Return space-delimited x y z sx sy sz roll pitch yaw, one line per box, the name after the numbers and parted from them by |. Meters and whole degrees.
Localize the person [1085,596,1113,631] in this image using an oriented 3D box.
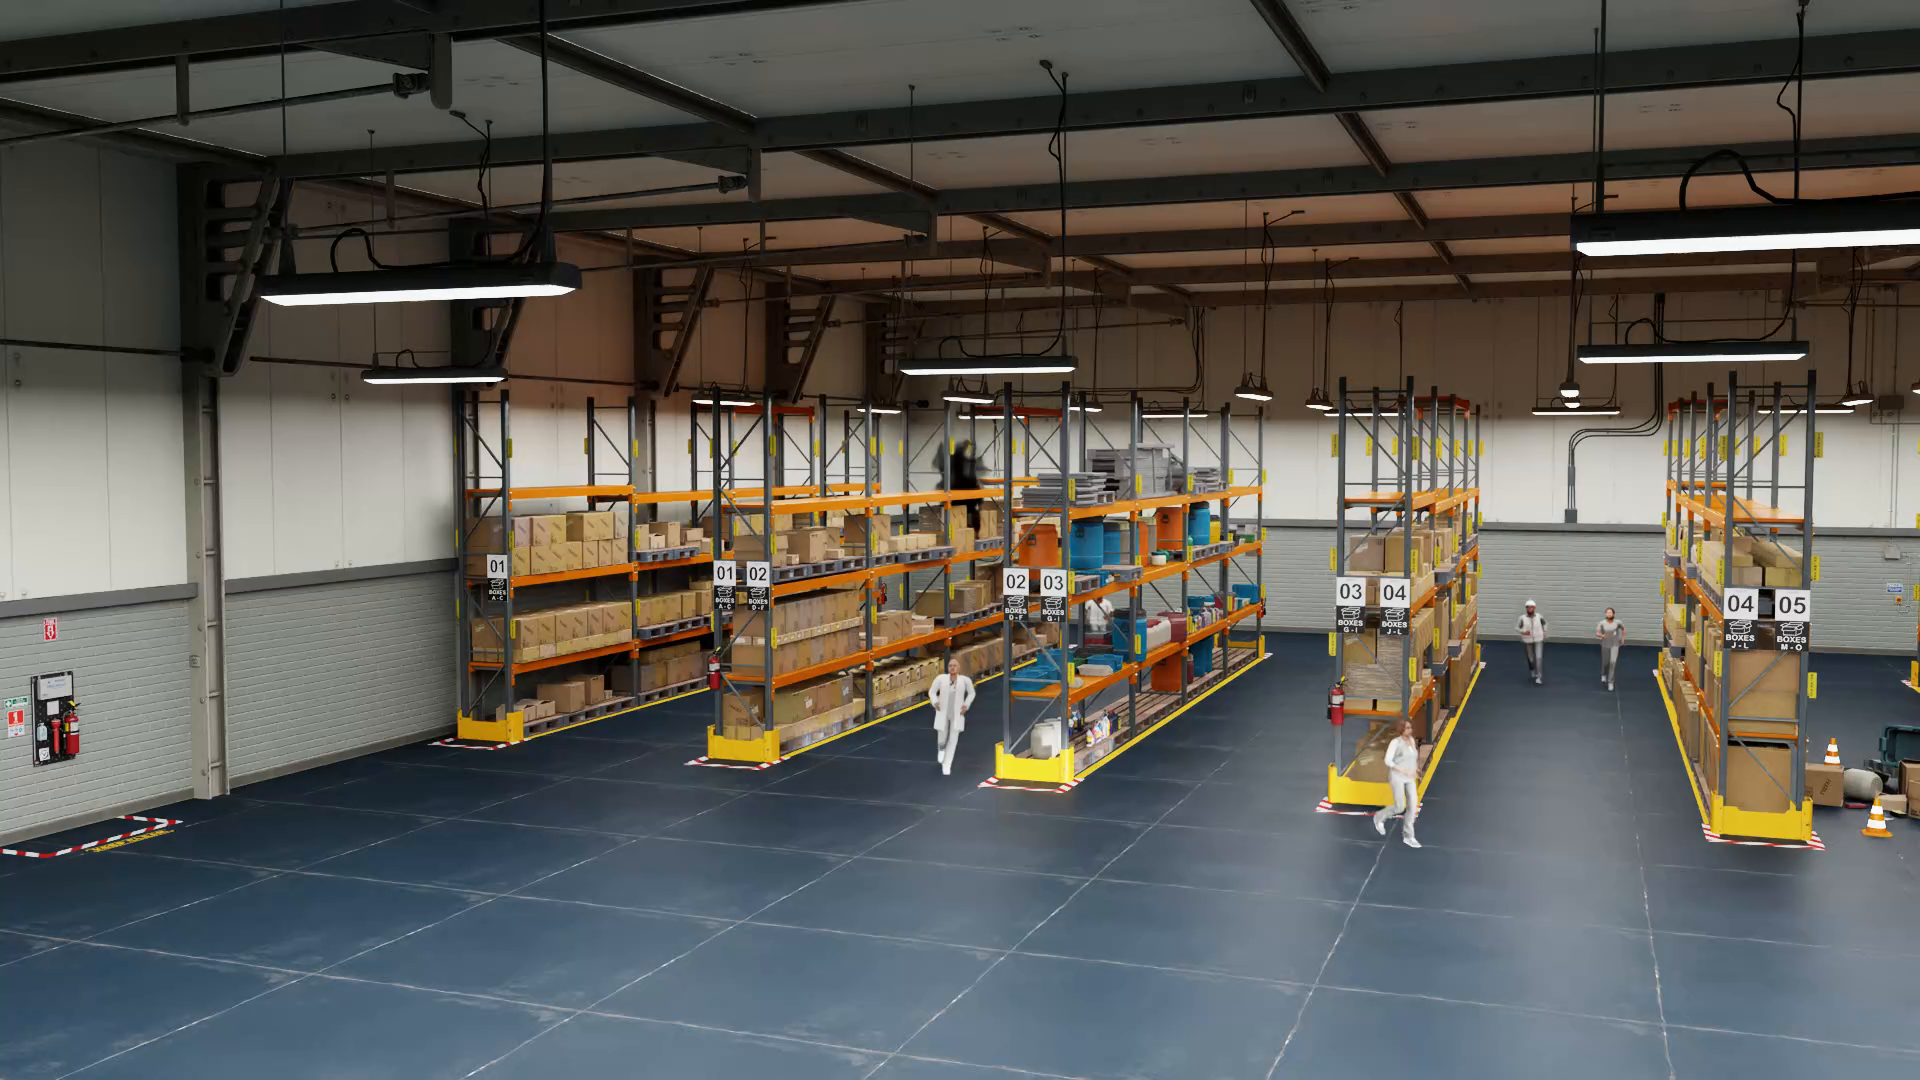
3.237 1.973 38.985 0.681 1.722 0.630 0 3 3 | person

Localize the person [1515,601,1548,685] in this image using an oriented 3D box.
12.241 2.171 35.638 0.677 1.752 0.924 1 3 15 | person

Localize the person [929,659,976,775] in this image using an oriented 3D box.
-0.122 2.719 25.859 0.732 1.754 0.759 0 3 2 | person

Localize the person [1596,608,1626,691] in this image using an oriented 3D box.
13.595 2.238 34.761 0.576 1.661 0.928 1 3 23 | person

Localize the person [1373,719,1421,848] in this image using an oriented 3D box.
5.581 3.066 21.086 0.565 1.577 0.722 -2 4 -32 | person
